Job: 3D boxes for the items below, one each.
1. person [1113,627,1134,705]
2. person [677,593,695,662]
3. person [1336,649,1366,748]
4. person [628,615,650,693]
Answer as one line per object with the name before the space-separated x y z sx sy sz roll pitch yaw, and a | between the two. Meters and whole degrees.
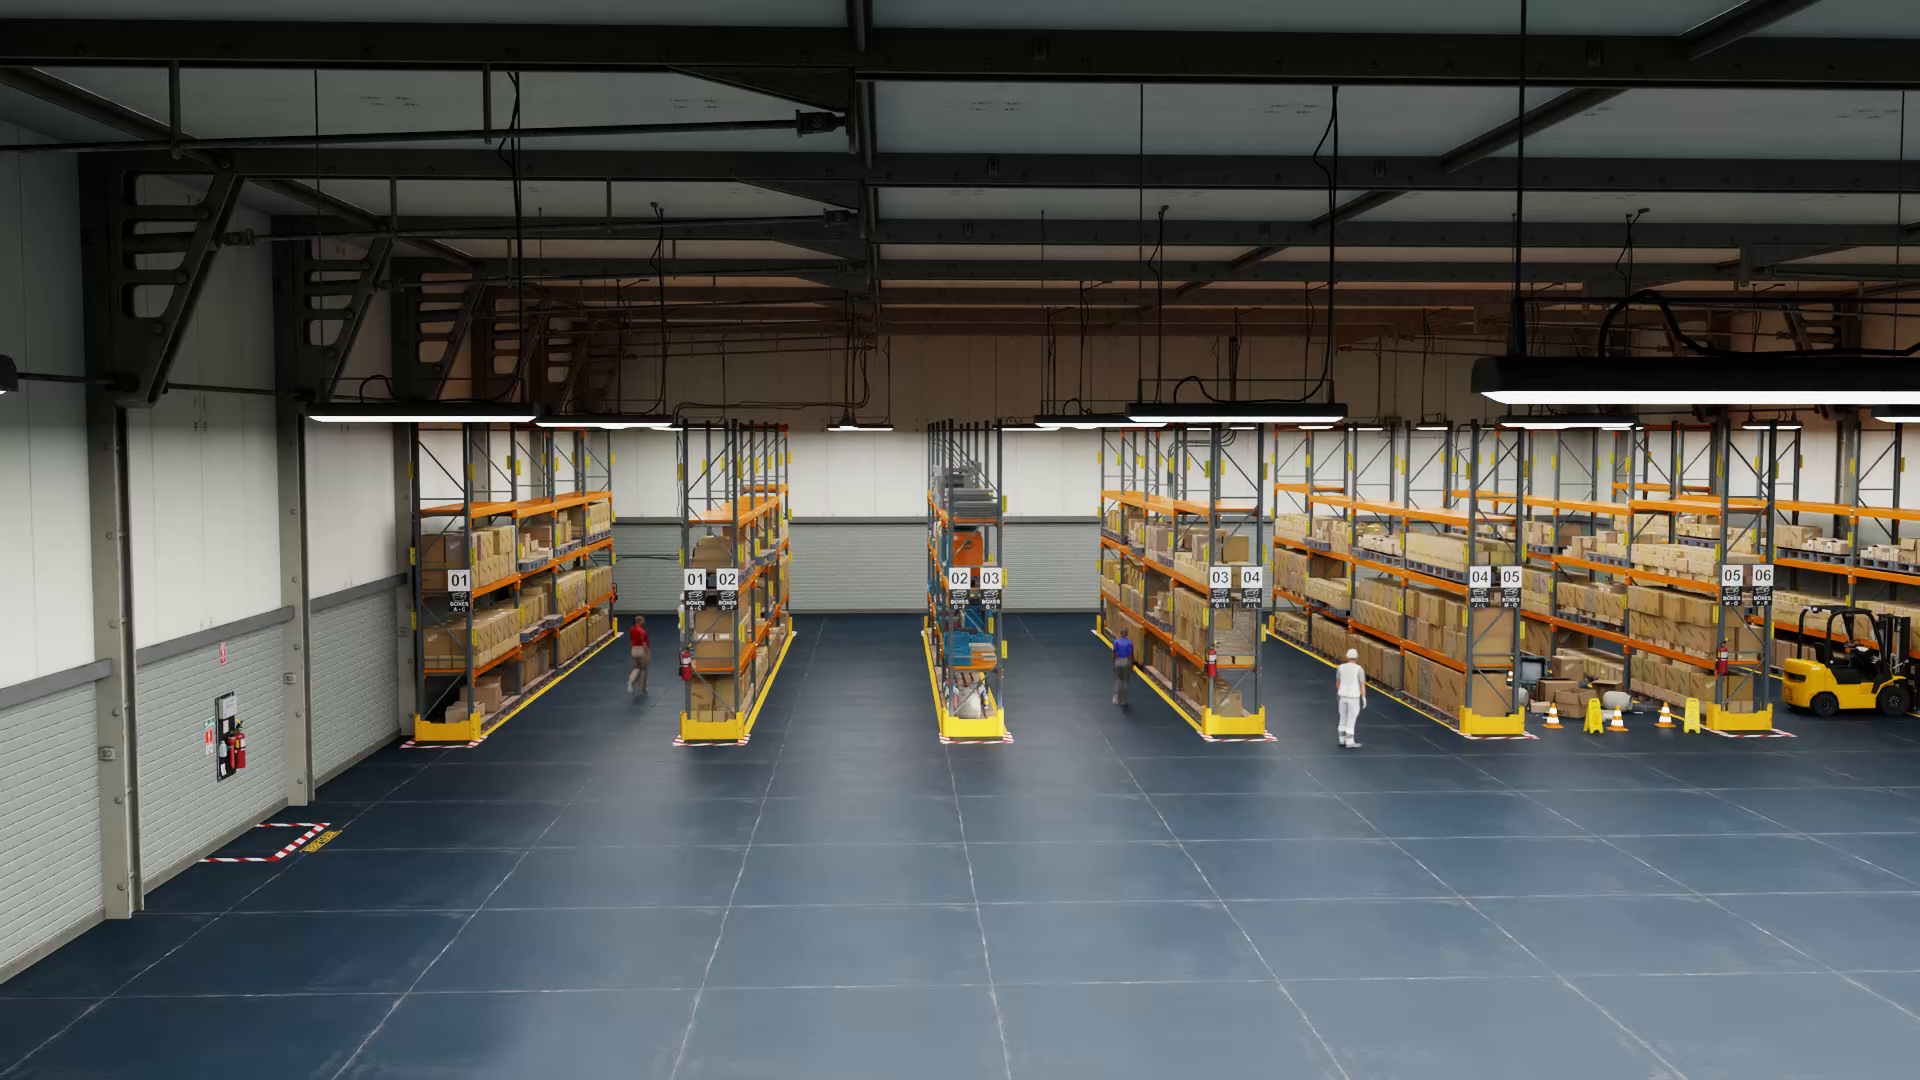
person | 3.431 2.654 34.916 0.450 1.638 0.466 2 4 31
person | -6.754 2.201 41.210 0.474 1.786 0.629 2 4 29
person | 7.161 2.884 30.363 0.590 1.810 0.442 3 5 43
person | -7.055 2.511 36.493 0.540 1.716 0.550 2 4 26
